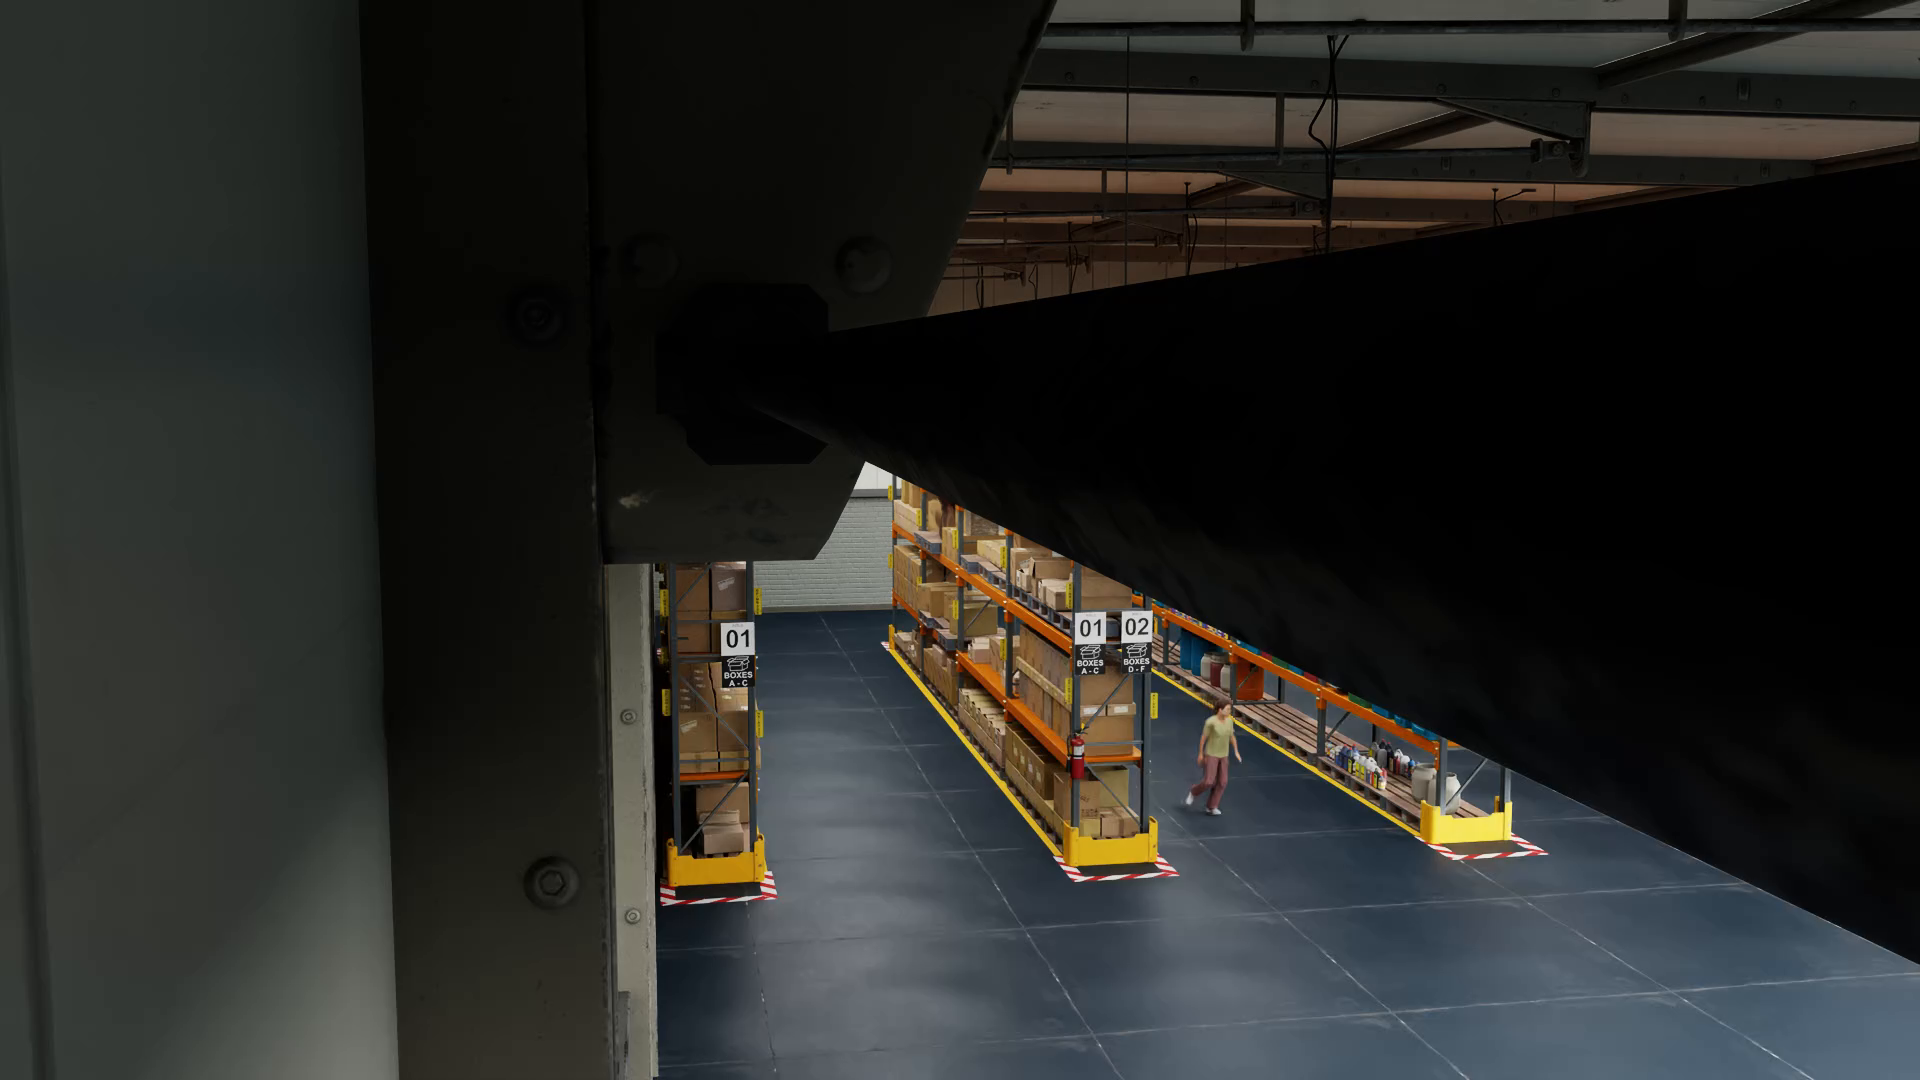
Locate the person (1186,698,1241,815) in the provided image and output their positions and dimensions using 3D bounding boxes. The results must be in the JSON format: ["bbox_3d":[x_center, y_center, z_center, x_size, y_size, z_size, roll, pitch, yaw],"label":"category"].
[{"bbox_3d":[3.531,2.999,23.252,0.657,1.641,0.543,-3,7,-26],"label":"person"}]
